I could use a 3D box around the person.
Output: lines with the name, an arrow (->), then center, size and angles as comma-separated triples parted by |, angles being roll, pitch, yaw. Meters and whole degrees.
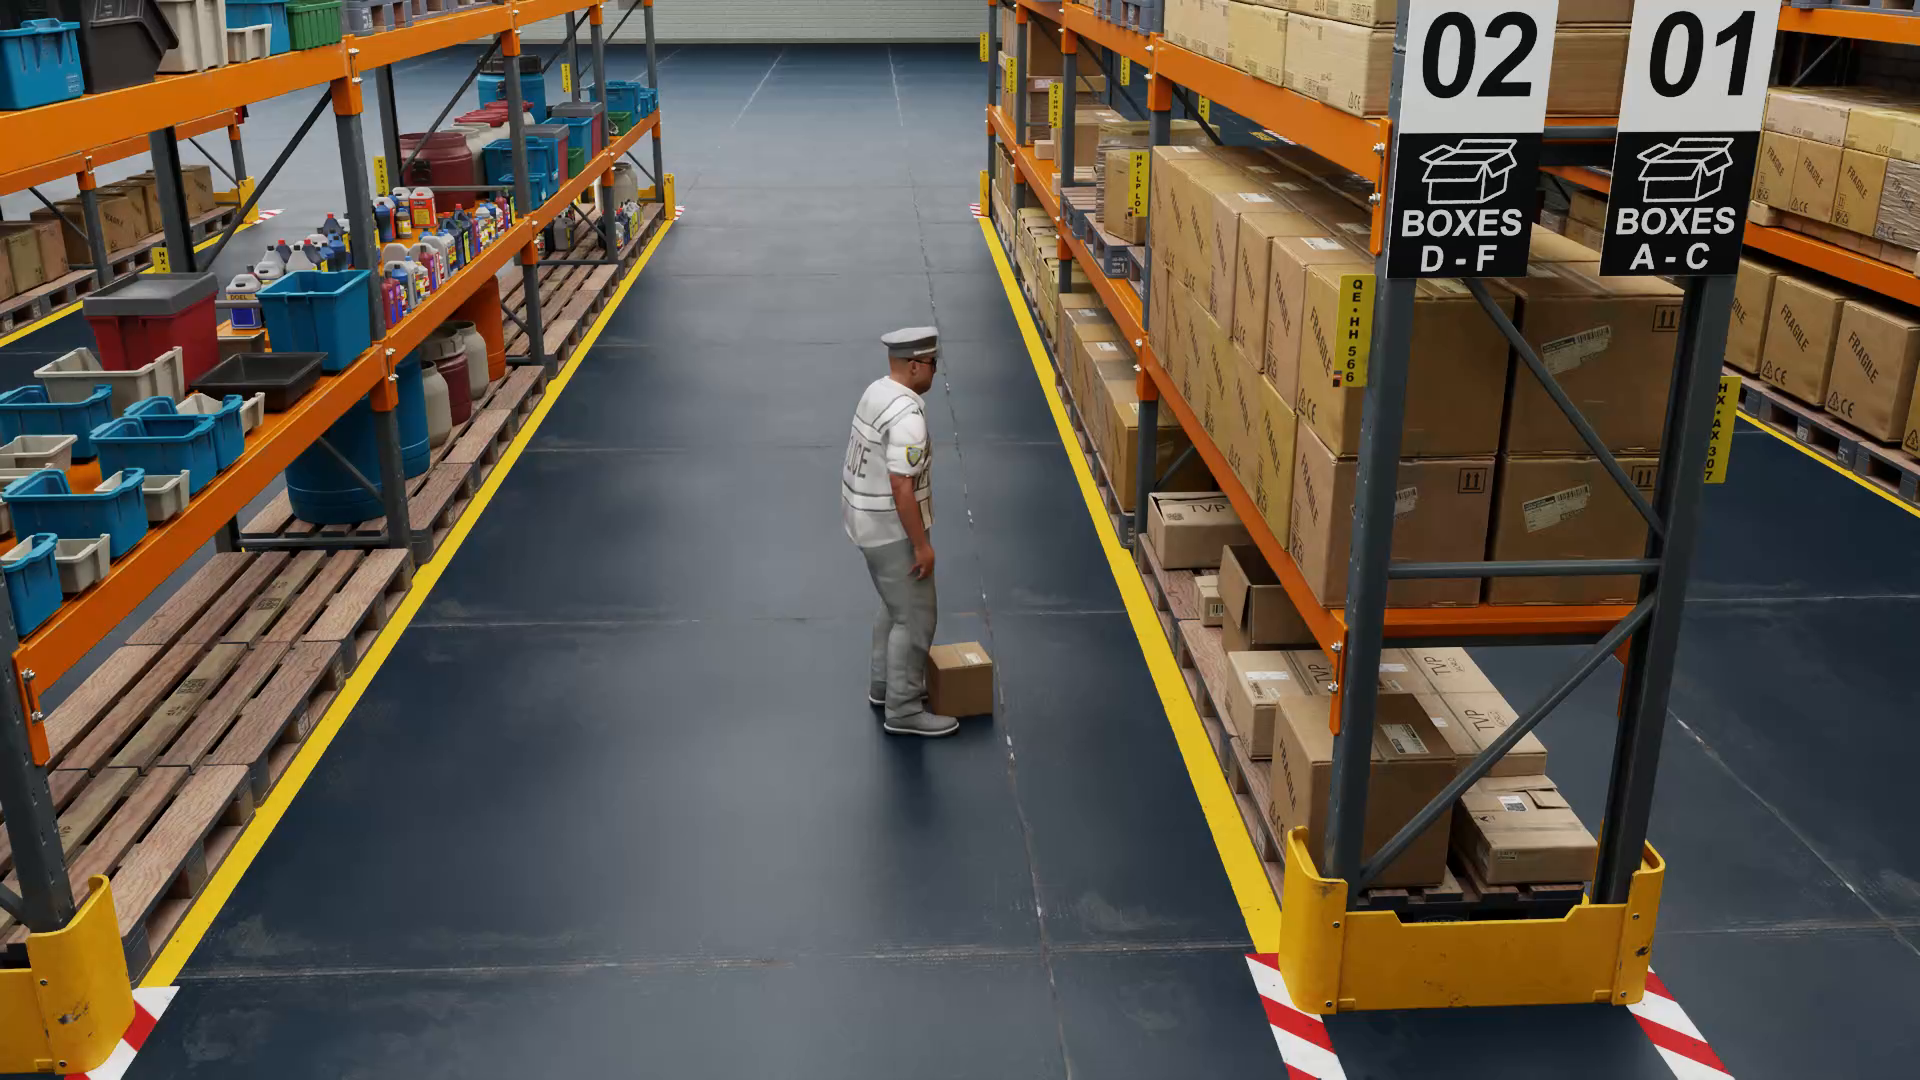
person -> -0.275, -0.045, 7.188 | 0.437, 1.747, 0.600 | -6, 21, -15
